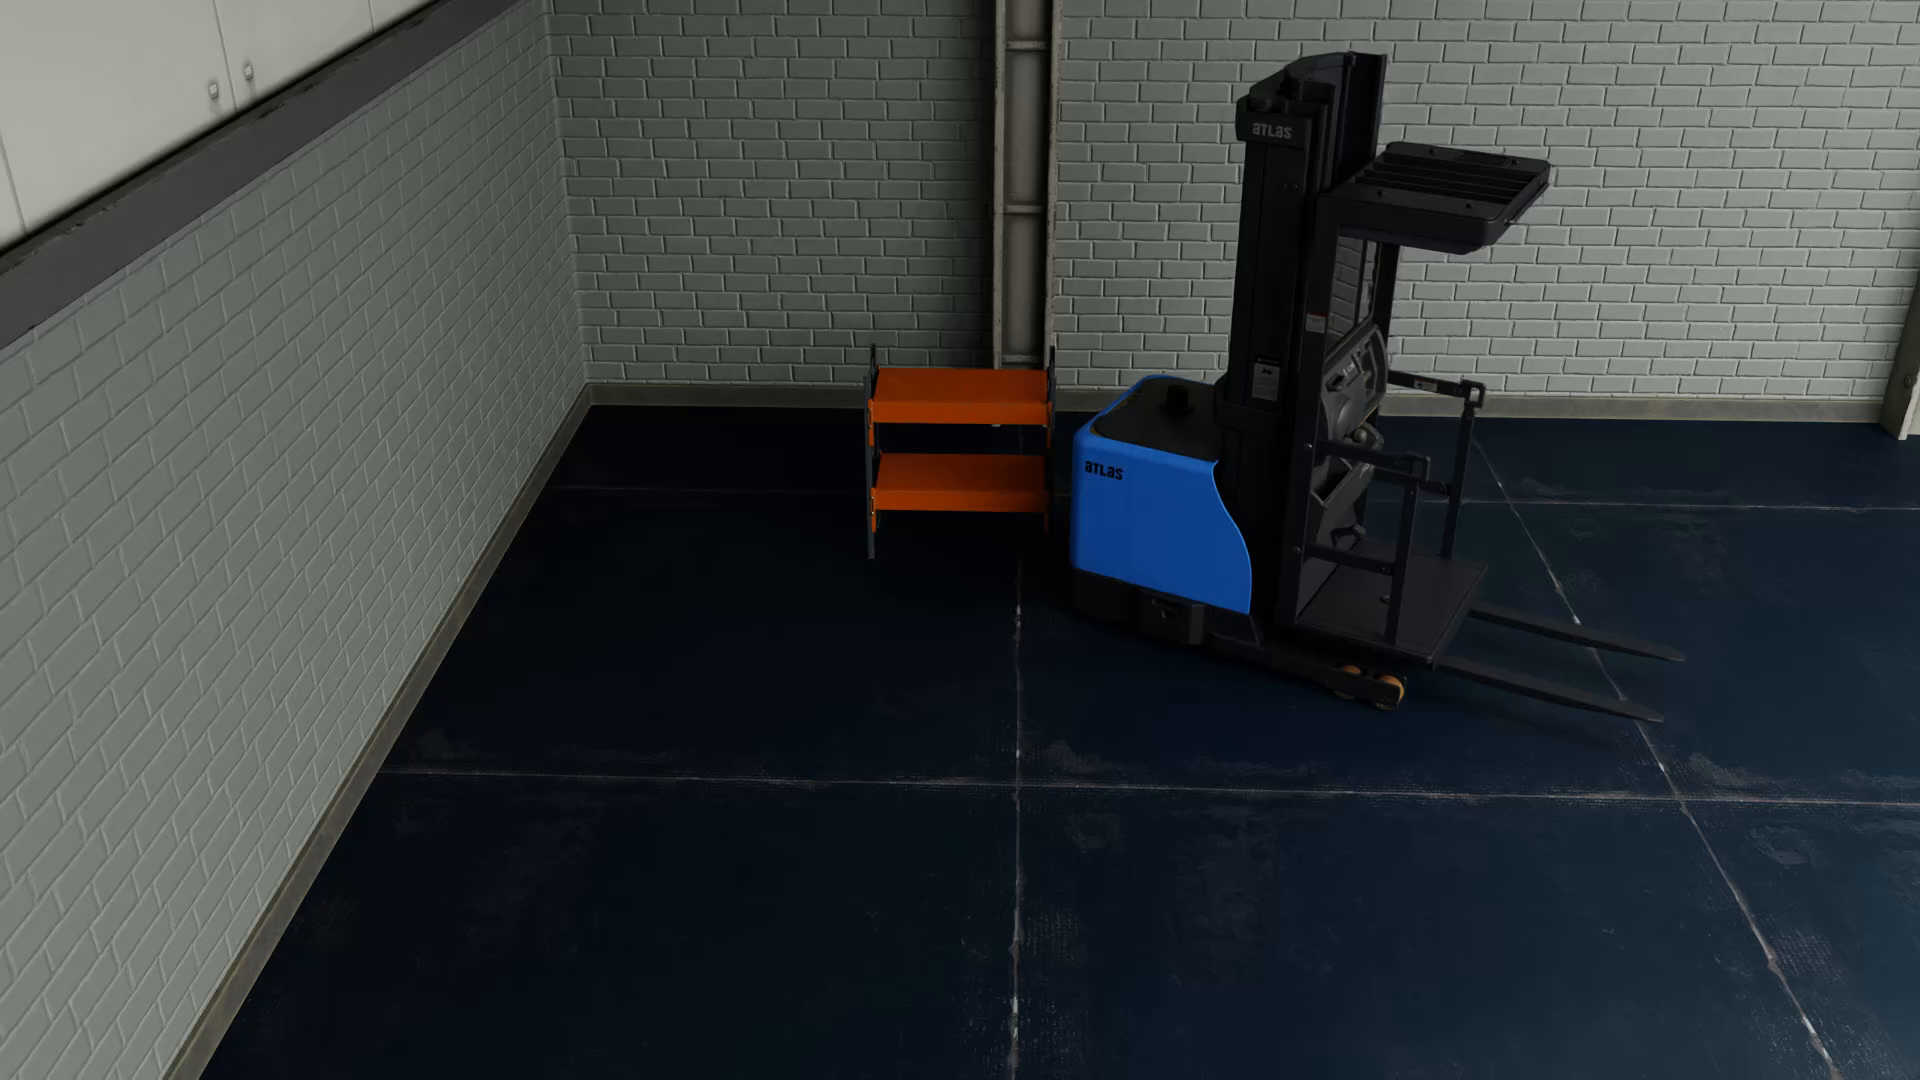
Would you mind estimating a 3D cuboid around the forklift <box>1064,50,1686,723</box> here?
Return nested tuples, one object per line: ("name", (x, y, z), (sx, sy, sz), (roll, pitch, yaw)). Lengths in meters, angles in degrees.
("forklift", (2.100, -0.745, 8.026), (3.031, 2.935, 1.130), (15, 31, 26))

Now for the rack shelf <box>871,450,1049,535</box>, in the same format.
("rack shelf", (0.007, -0.281, 9.601), (1.000, 0.278, 0.538), (1, 28, 2))

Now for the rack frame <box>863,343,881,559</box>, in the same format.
("rack frame", (-0.501, -0.505, 9.502), (0.032, 1.125, 0.500), (1, 28, 2))

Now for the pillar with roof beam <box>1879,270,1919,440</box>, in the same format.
("pillar with roof beam", (6.258, -2.695, 5.225), (0.400, 9.000, 9.100), (1, 28, 2))

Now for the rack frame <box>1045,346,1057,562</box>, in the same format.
("rack frame", (0.515, -0.488, 9.470), (0.032, 1.125, 0.500), (1, 28, 2))

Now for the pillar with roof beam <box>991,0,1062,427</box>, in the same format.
("pillar with roof beam", (0.261, -2.794, 5.413), (0.400, 9.000, 9.100), (1, 28, 2))

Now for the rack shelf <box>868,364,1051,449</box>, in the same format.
("rack shelf", (0.007, -0.755, 9.349), (1.000, 0.278, 0.538), (1, 28, 2))

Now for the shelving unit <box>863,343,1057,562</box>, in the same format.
("shelving unit", (0.007, -0.497, 9.486), (1.048, 1.125, 0.538), (1, 28, 2))
